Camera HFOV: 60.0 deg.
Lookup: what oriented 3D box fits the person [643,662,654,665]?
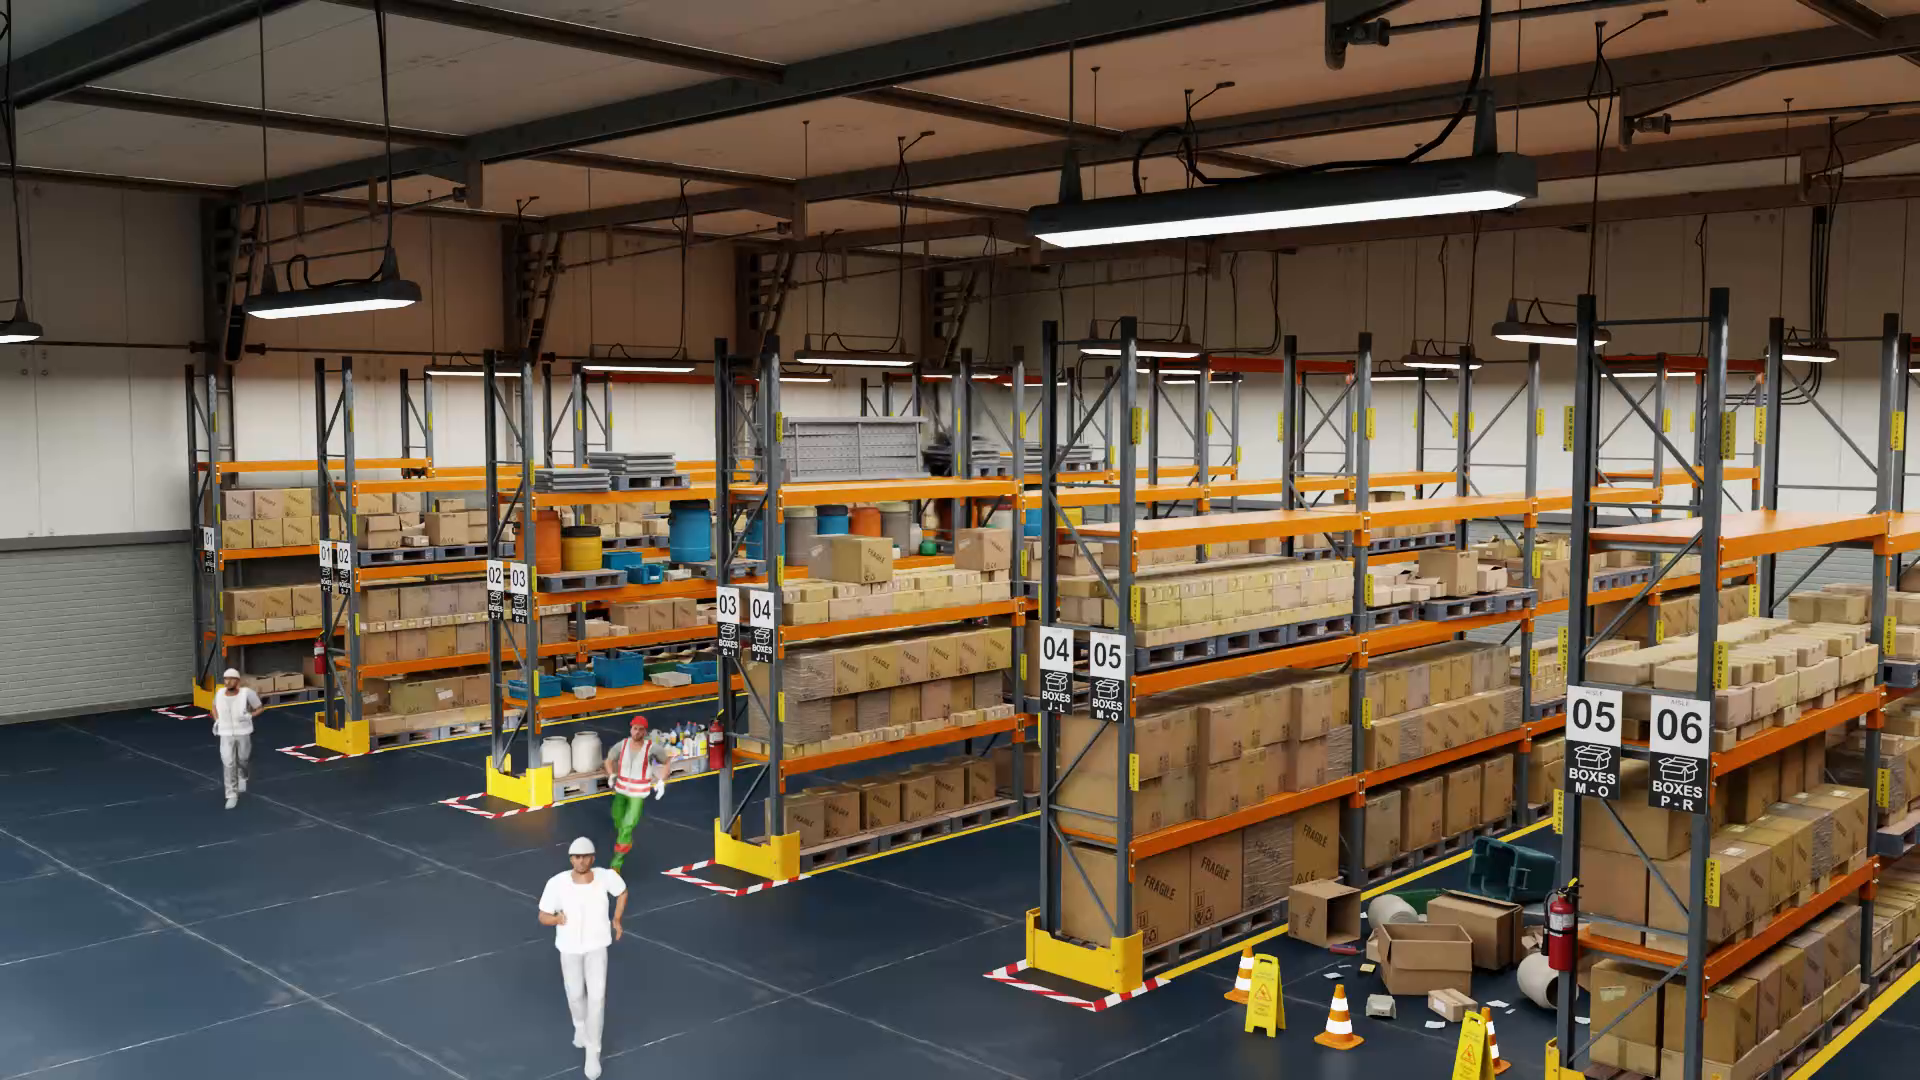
[{"bbox_3d":[-2.462,2.901,15.232,17.256,1.290,24.300,2,5,23],"label":"person"}]

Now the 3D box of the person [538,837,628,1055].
[{"bbox_3d":[-2.999,3.187,13.215,0.661,1.677,0.754,-1,4,-8],"label":"person"}]

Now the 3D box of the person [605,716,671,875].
[{"bbox_3d":[-3.662,2.841,18.635,0.717,1.752,0.986,1,4,10],"label":"person"}]

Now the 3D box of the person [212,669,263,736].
[{"bbox_3d":[6.151,2.528,22.802,31.515,1.800,8.261,-1,5,-14],"label":"person"}]
